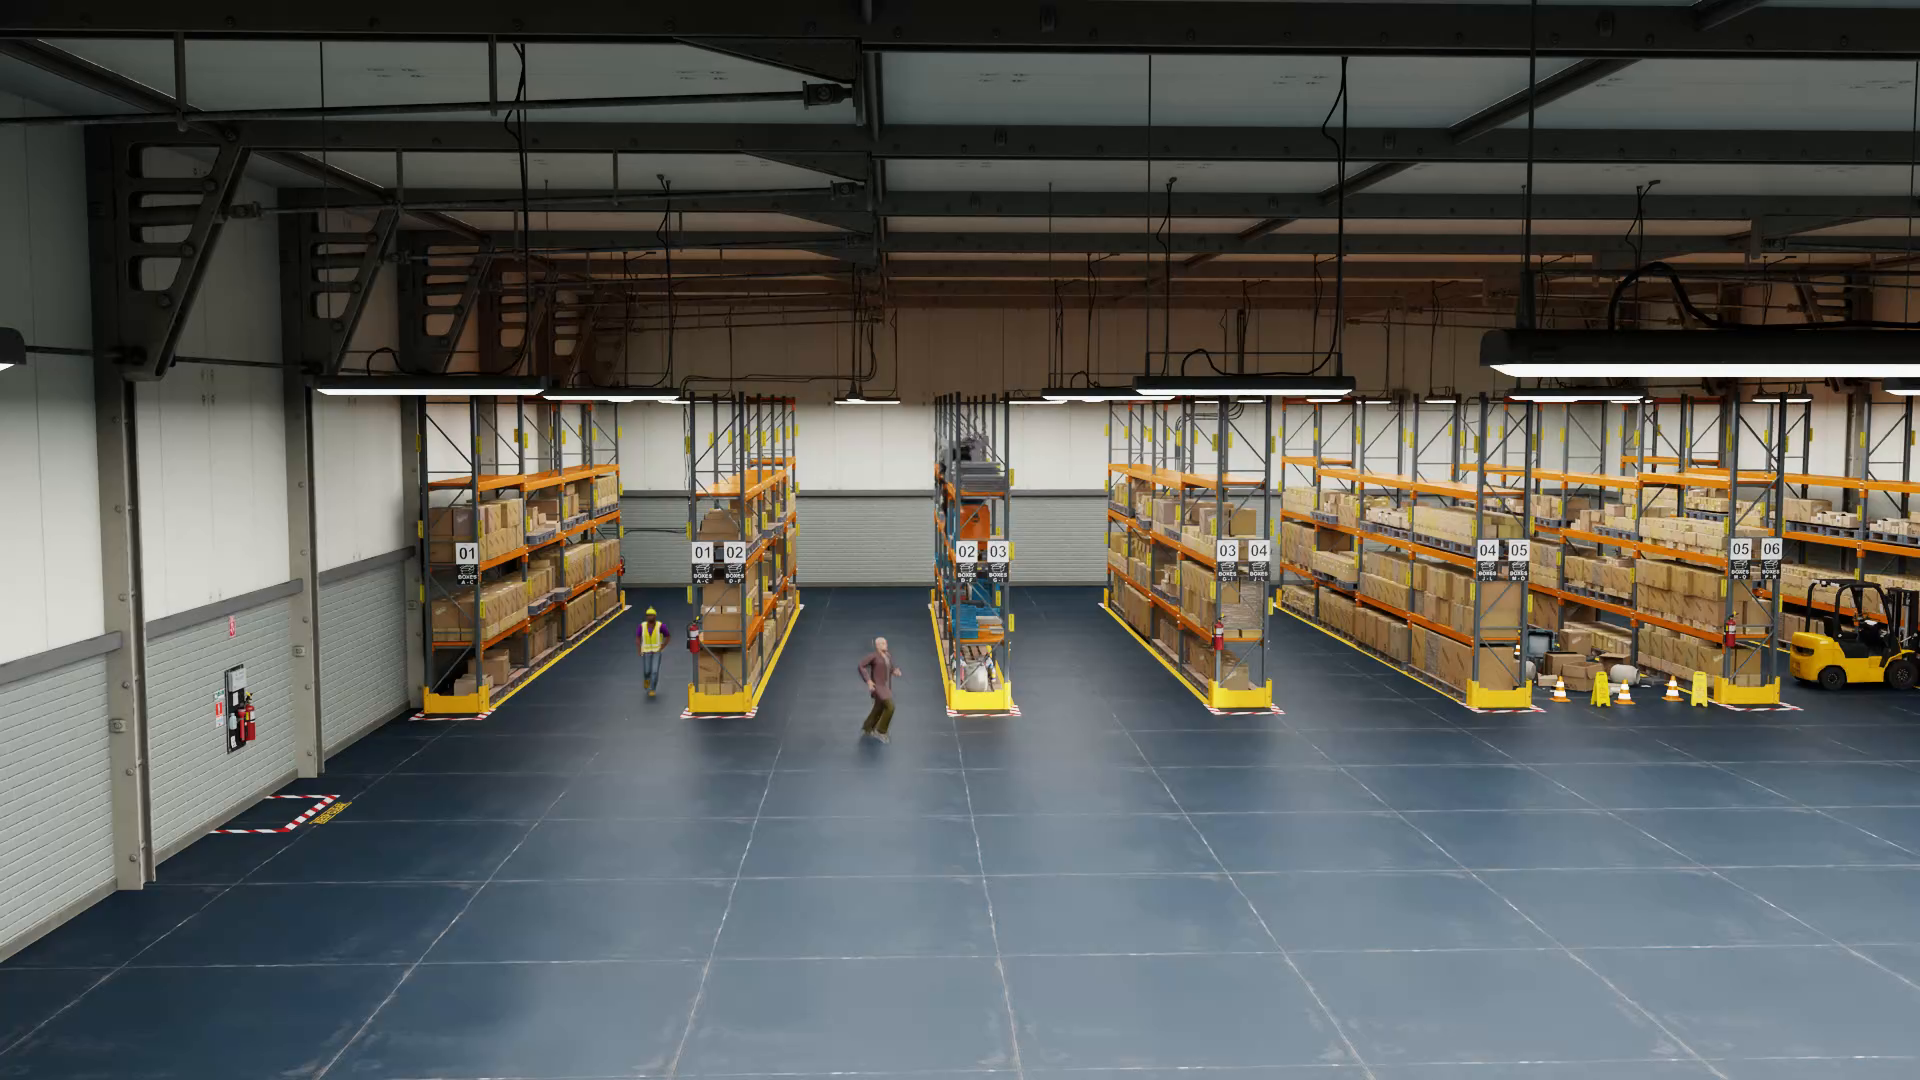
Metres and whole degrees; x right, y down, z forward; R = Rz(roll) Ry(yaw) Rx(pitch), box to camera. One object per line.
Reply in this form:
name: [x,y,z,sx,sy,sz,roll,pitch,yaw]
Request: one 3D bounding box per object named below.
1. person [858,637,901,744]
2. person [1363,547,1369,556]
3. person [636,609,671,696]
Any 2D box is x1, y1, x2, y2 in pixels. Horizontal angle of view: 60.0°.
person: [-1.362,2.567,28.409,0.798,1.829,0.679,2,5,27]
person: [12.039,0.987,49.141,0.721,1.610,0.562,-1,5,-12]
person: [-6.095,2.221,33.043,0.691,1.734,0.632,0,5,-3]
